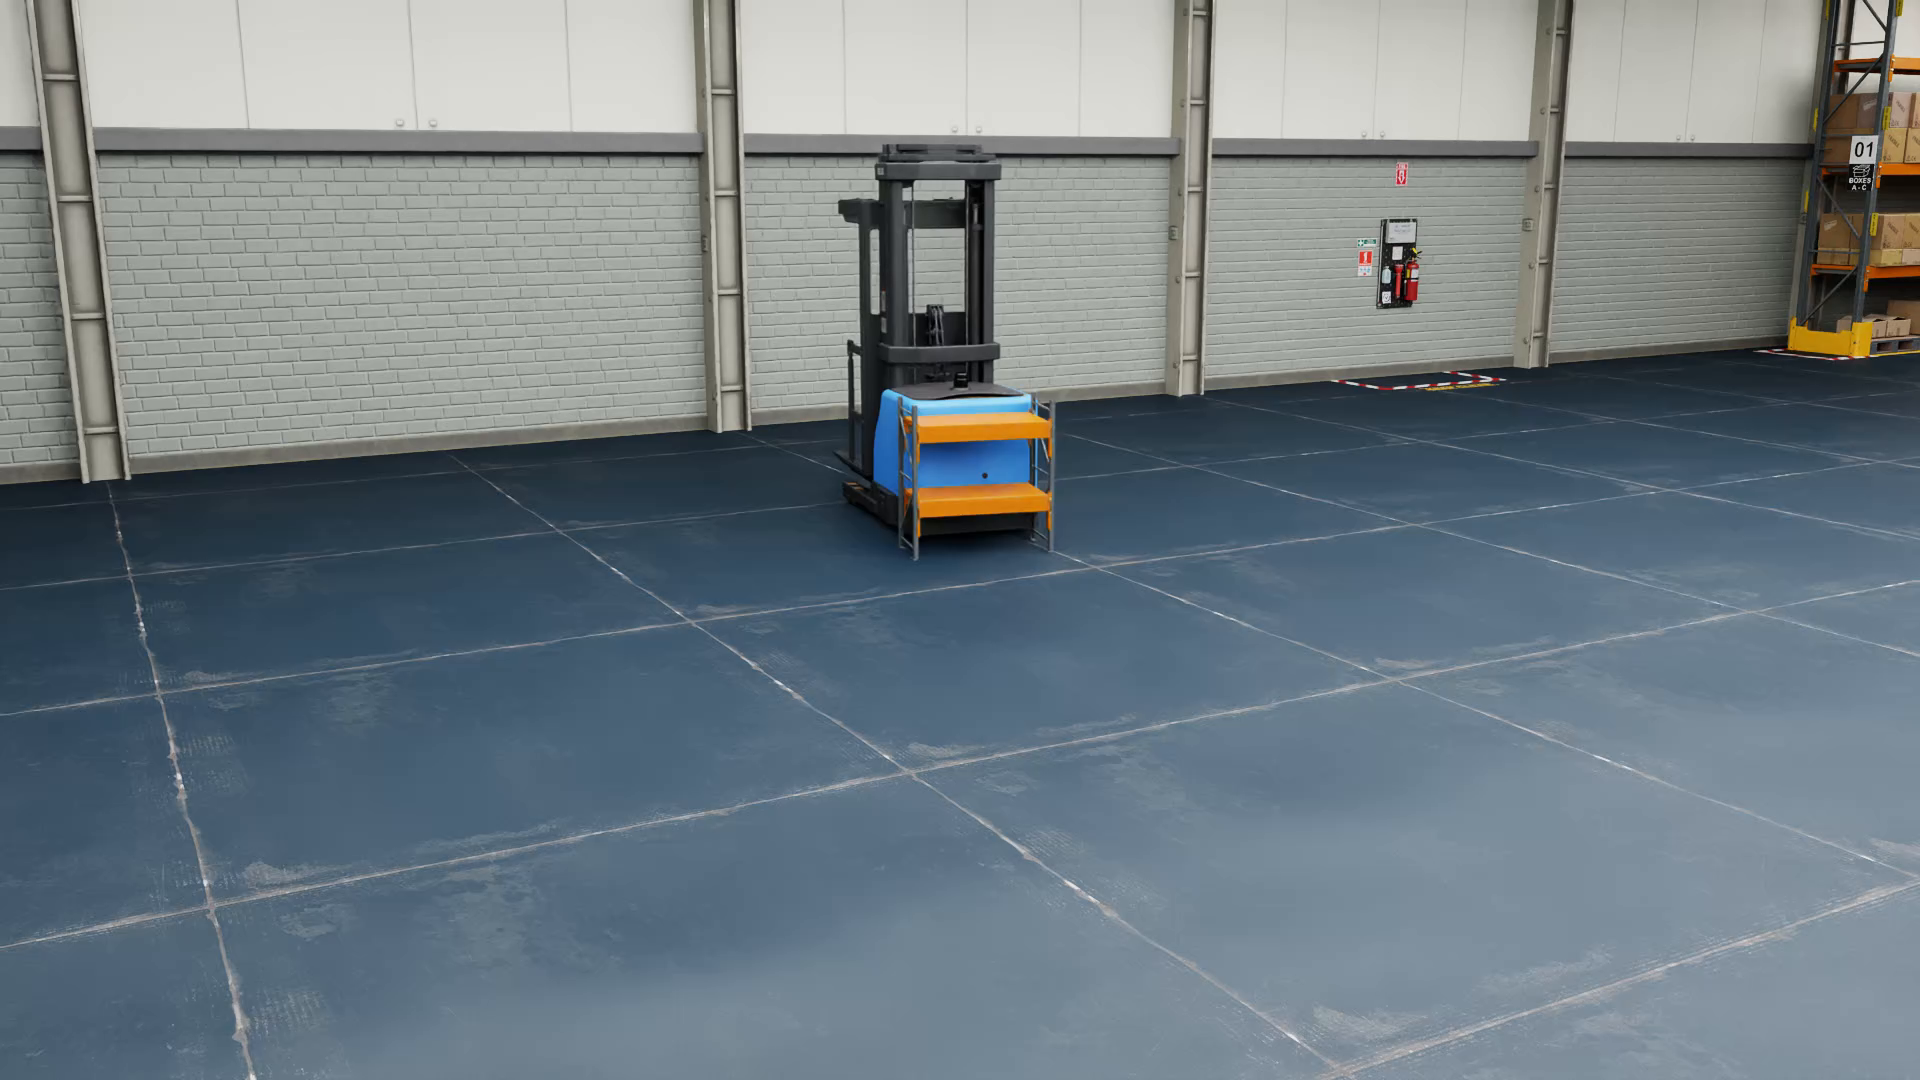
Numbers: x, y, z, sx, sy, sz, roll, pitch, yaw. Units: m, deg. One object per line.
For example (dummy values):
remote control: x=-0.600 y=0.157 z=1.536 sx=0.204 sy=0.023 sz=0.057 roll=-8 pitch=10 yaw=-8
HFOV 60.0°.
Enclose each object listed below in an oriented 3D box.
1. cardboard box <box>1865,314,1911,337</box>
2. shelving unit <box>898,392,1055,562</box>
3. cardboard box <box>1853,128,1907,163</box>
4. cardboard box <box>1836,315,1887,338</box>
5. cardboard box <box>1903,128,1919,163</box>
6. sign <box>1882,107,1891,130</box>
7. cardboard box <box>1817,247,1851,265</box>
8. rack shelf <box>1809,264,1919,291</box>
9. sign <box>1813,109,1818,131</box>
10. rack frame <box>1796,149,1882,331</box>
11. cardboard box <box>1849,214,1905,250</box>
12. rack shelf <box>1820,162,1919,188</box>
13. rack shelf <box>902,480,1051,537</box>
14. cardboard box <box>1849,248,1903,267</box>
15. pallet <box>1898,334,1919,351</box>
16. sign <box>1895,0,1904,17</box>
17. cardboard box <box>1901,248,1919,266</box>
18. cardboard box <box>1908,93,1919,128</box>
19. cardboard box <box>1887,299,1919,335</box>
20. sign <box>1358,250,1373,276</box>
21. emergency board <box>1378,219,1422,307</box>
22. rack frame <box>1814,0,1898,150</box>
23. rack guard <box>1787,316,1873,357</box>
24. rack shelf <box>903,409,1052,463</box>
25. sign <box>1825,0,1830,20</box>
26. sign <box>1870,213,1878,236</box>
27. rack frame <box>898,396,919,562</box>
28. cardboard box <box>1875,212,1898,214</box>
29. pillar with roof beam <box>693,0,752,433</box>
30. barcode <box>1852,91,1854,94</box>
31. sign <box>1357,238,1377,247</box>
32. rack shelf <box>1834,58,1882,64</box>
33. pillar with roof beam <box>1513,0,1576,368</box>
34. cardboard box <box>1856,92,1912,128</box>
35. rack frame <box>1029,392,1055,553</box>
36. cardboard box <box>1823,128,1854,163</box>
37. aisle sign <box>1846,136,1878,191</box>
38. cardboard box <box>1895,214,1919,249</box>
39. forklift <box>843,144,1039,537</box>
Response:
cardboard box: x=14.271 y=-3.324 z=25.668 sx=0.500 sy=0.311 sz=0.500 roll=-6 pitch=14 yaw=-23
shelving unit: x=0.114 y=-0.476 z=12.163 sx=1.048 sy=1.125 sz=0.538 roll=-3 pitch=13 yaw=-15
cardboard box: x=13.534 y=-5.814 z=24.508 sx=0.500 sy=0.500 sz=0.500 roll=-6 pitch=14 yaw=-26
cardboard box: x=13.771 y=-3.264 z=25.402 sx=0.500 sy=0.311 sz=0.500 roll=-9 pitch=15 yaw=-34
cardboard box: x=14.022 y=-5.864 z=24.729 sx=0.500 sy=0.500 sz=0.500 roll=-6 pitch=14 yaw=-24
sign: x=13.381 y=-6.091 z=24.019 sx=0.005 sy=0.325 sz=0.100 roll=-7 pitch=14 yaw=-28
cardboard box: x=13.438 y=-4.329 z=25.307 sx=0.500 sy=0.250 sz=0.500 roll=-7 pitch=14 yaw=-27
rack shelf: x=14.876 y=-4.165 z=25.923 sx=4.000 sy=0.370 sz=1.077 roll=-7 pitch=14 yaw=-28
sign: x=12.872 y=-6.310 z=24.967 sx=0.005 sy=0.325 sz=0.100 roll=-7 pitch=14 yaw=-28
rack frame: x=13.120 y=-4.306 z=24.909 sx=0.127 sy=3.000 sz=1.000 roll=-7 pitch=14 yaw=-28
cardboard box: x=13.683 y=-4.600 z=24.806 sx=0.500 sy=0.500 sz=0.500 roll=-7 pitch=14 yaw=-28
rack shelf: x=14.876 y=-5.628 z=25.593 sx=4.000 sy=0.370 sz=1.077 roll=-7 pitch=14 yaw=-28
rack shelf: x=0.114 y=-0.238 z=12.217 sx=1.000 sy=0.278 sz=0.538 roll=-3 pitch=13 yaw=-15
cardboard box: x=13.701 y=-4.232 z=24.879 sx=0.500 sy=0.250 sz=0.500 roll=-7 pitch=15 yaw=-29
pallet: x=14.987 y=-3.159 z=26.166 sx=1.213 sy=0.211 sz=1.003 roll=-7 pitch=14 yaw=-28
sign: x=13.380 y=-7.622 z=23.674 sx=0.005 sy=0.325 sz=0.100 roll=-7 pitch=14 yaw=-28
cardboard box: x=14.150 y=-4.290 z=25.134 sx=0.500 sy=0.250 sz=0.500 roll=-7 pitch=15 yaw=-30
cardboard box: x=14.039 y=-6.352 z=24.620 sx=0.500 sy=0.500 sz=0.500 roll=-7 pitch=14 yaw=-29
cardboard box: x=14.939 y=-3.484 z=25.948 sx=0.500 sy=0.500 sz=0.700 roll=-8 pitch=15 yaw=-31
sign: x=5.332 y=-3.641 z=21.875 sx=0.234 sy=0.329 sz=0.001 roll=-7 pitch=14 yaw=-28
emergency board: x=5.870 y=-3.662 z=22.050 sx=0.636 sy=1.158 sz=0.192 roll=-7 pitch=14 yaw=-28
rack frame: x=13.120 y=-7.232 z=24.250 sx=0.127 sy=3.000 sz=1.000 roll=-7 pitch=14 yaw=-28
rack guard: x=13.187 y=-3.094 z=25.219 sx=0.348 sy=0.500 sz=1.175 roll=-7 pitch=14 yaw=-28
rack shelf: x=0.114 y=-0.762 z=12.099 sx=1.000 sy=0.278 sz=0.538 roll=-3 pitch=13 yaw=-15
sign: x=12.872 y=-7.874 z=24.615 sx=0.005 sy=0.325 sz=0.100 roll=-7 pitch=14 yaw=-28
sign: x=13.381 y=-4.623 z=24.349 sx=0.005 sy=0.325 sz=0.100 roll=-7 pitch=14 yaw=-28
rack frame: x=-0.377 y=-0.447 z=12.035 sx=0.032 sy=1.125 sz=0.500 roll=-3 pitch=13 yaw=-15
cardboard box: x=14.331 y=-4.805 z=25.715 sx=0.500 sy=0.500 sz=0.500 roll=-7 pitch=15 yaw=-29
pillar with roof beam: x=-0.416 y=-4.749 z=13.217 sx=0.400 sy=9.000 sz=9.100 roll=-7 pitch=14 yaw=-28
barcode: x=13.504 y=-6.769 z=25.153 sx=0.075 sy=0.075 sz=0.001 roll=-7 pitch=14 yaw=-28
sign: x=5.340 y=-3.898 z=21.812 sx=0.331 sy=0.109 sz=0.001 roll=-7 pitch=14 yaw=-28
rack shelf: x=14.876 y=-7.220 z=25.235 sx=3.809 sy=0.052 sz=0.919 roll=-7 pitch=14 yaw=-28
pillar with roof beam: x=10.117 y=-6.012 z=18.827 sx=0.400 sy=9.000 sz=9.100 roll=-7 pitch=14 yaw=-28
cardboard box: x=13.575 y=-6.309 z=24.429 sx=0.500 sy=0.500 sz=0.500 roll=-8 pitch=15 yaw=-32
rack frame: x=0.605 y=-0.505 z=12.292 sx=0.032 sy=1.125 sz=0.500 roll=-3 pitch=13 yaw=-15
cardboard box: x=13.365 y=-5.920 z=24.978 sx=0.500 sy=0.500 sz=0.500 roll=-6 pitch=14 yaw=-24
aisle sign: x=13.201 y=-5.508 z=24.333 sx=0.004 sy=0.787 sz=0.394 roll=-7 pitch=14 yaw=-28
cardboard box: x=14.122 y=-4.650 z=25.029 sx=0.500 sy=0.500 sz=0.500 roll=-7 pitch=14 yaw=-28
forklift: x=-0.351 y=-1.735 z=13.643 sx=1.130 sy=2.935 sz=3.031 roll=-4 pitch=13 yaw=-18
